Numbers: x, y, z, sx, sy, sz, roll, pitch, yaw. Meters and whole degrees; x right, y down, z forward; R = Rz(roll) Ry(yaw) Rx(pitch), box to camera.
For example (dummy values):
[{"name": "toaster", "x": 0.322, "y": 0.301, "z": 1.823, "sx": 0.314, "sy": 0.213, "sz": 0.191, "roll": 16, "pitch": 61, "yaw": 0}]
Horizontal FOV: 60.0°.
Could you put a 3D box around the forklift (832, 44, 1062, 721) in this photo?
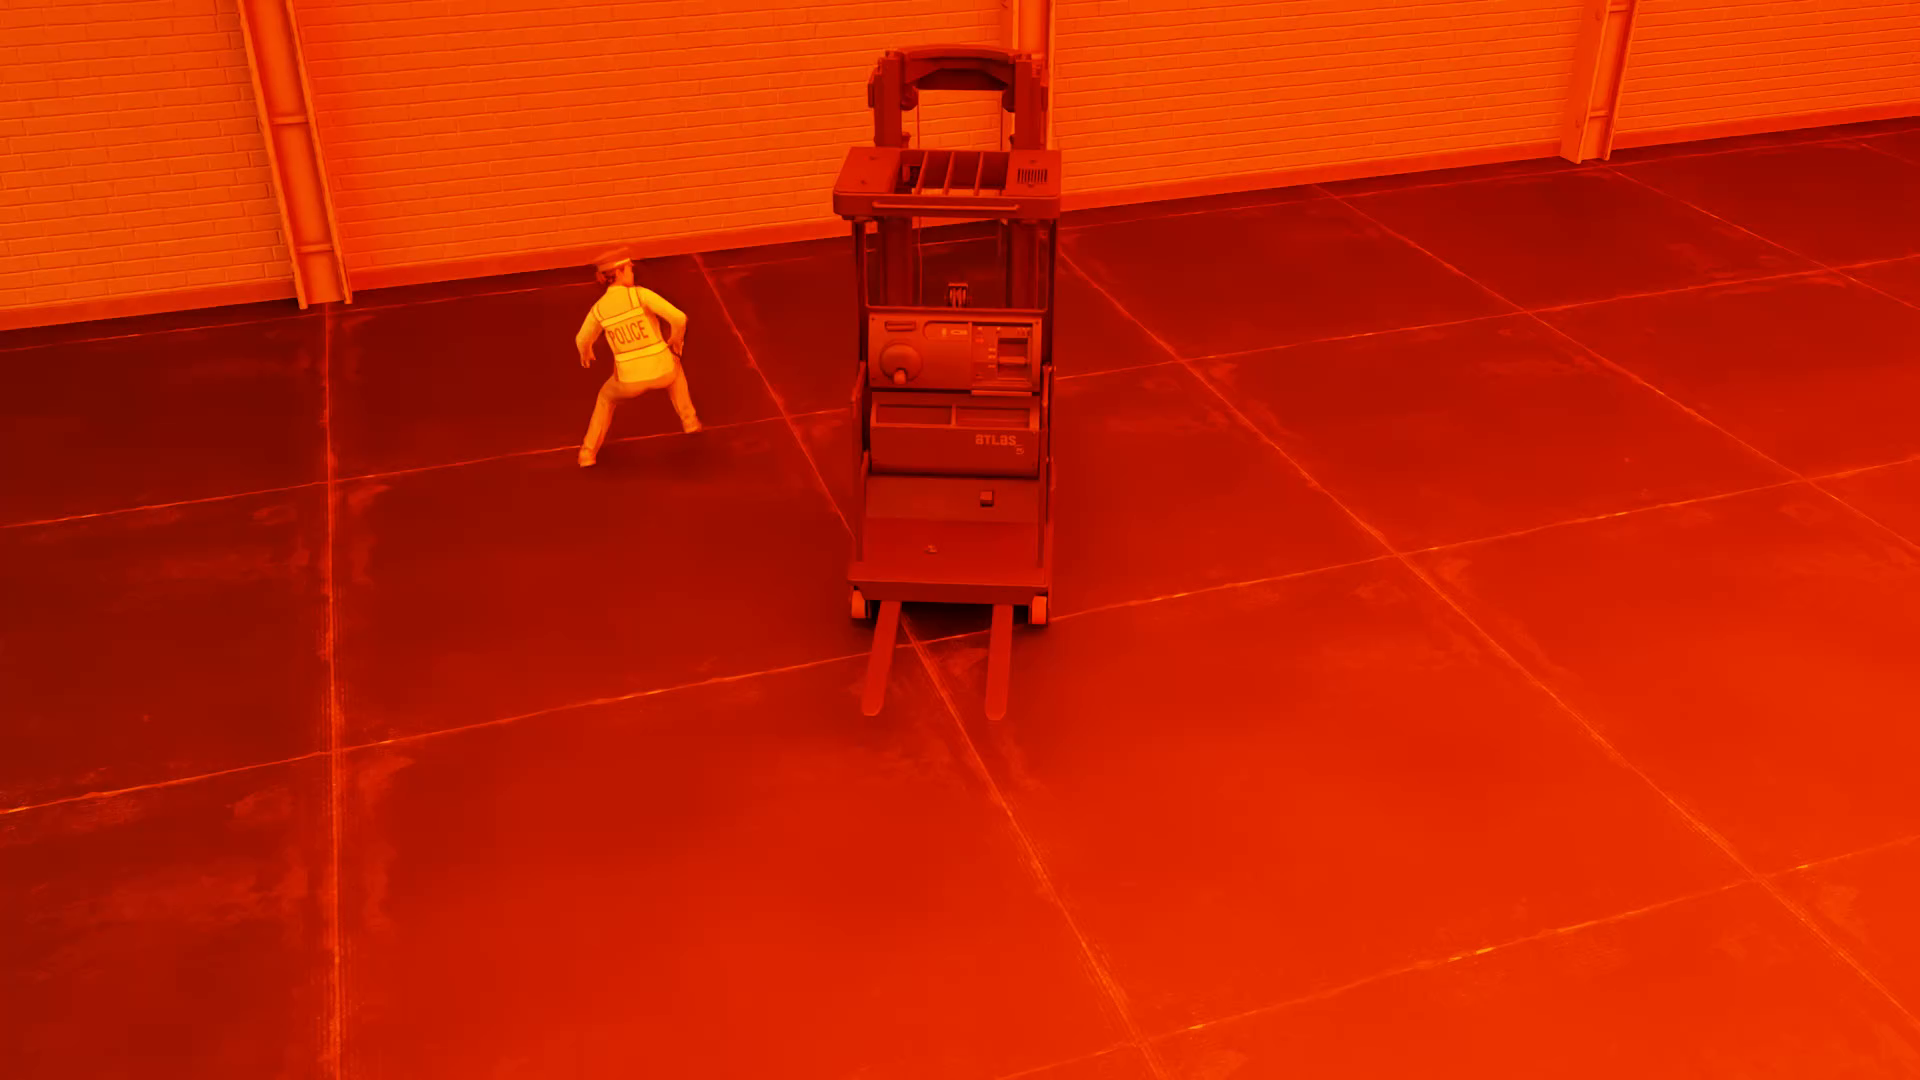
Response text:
[{"name": "forklift", "x": -0.039, "y": -0.967, "z": 8.767, "sx": 1.130, "sy": 2.935, "sz": 3.031, "roll": 2, "pitch": 30, "yaw": 3}]

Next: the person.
[{"name": "person", "x": -2.113, "y": -1.156, "z": 10.658, "sx": 0.839, "sy": 1.470, "sz": 0.656, "roll": -4, "pitch": 30, "yaw": -6}]
